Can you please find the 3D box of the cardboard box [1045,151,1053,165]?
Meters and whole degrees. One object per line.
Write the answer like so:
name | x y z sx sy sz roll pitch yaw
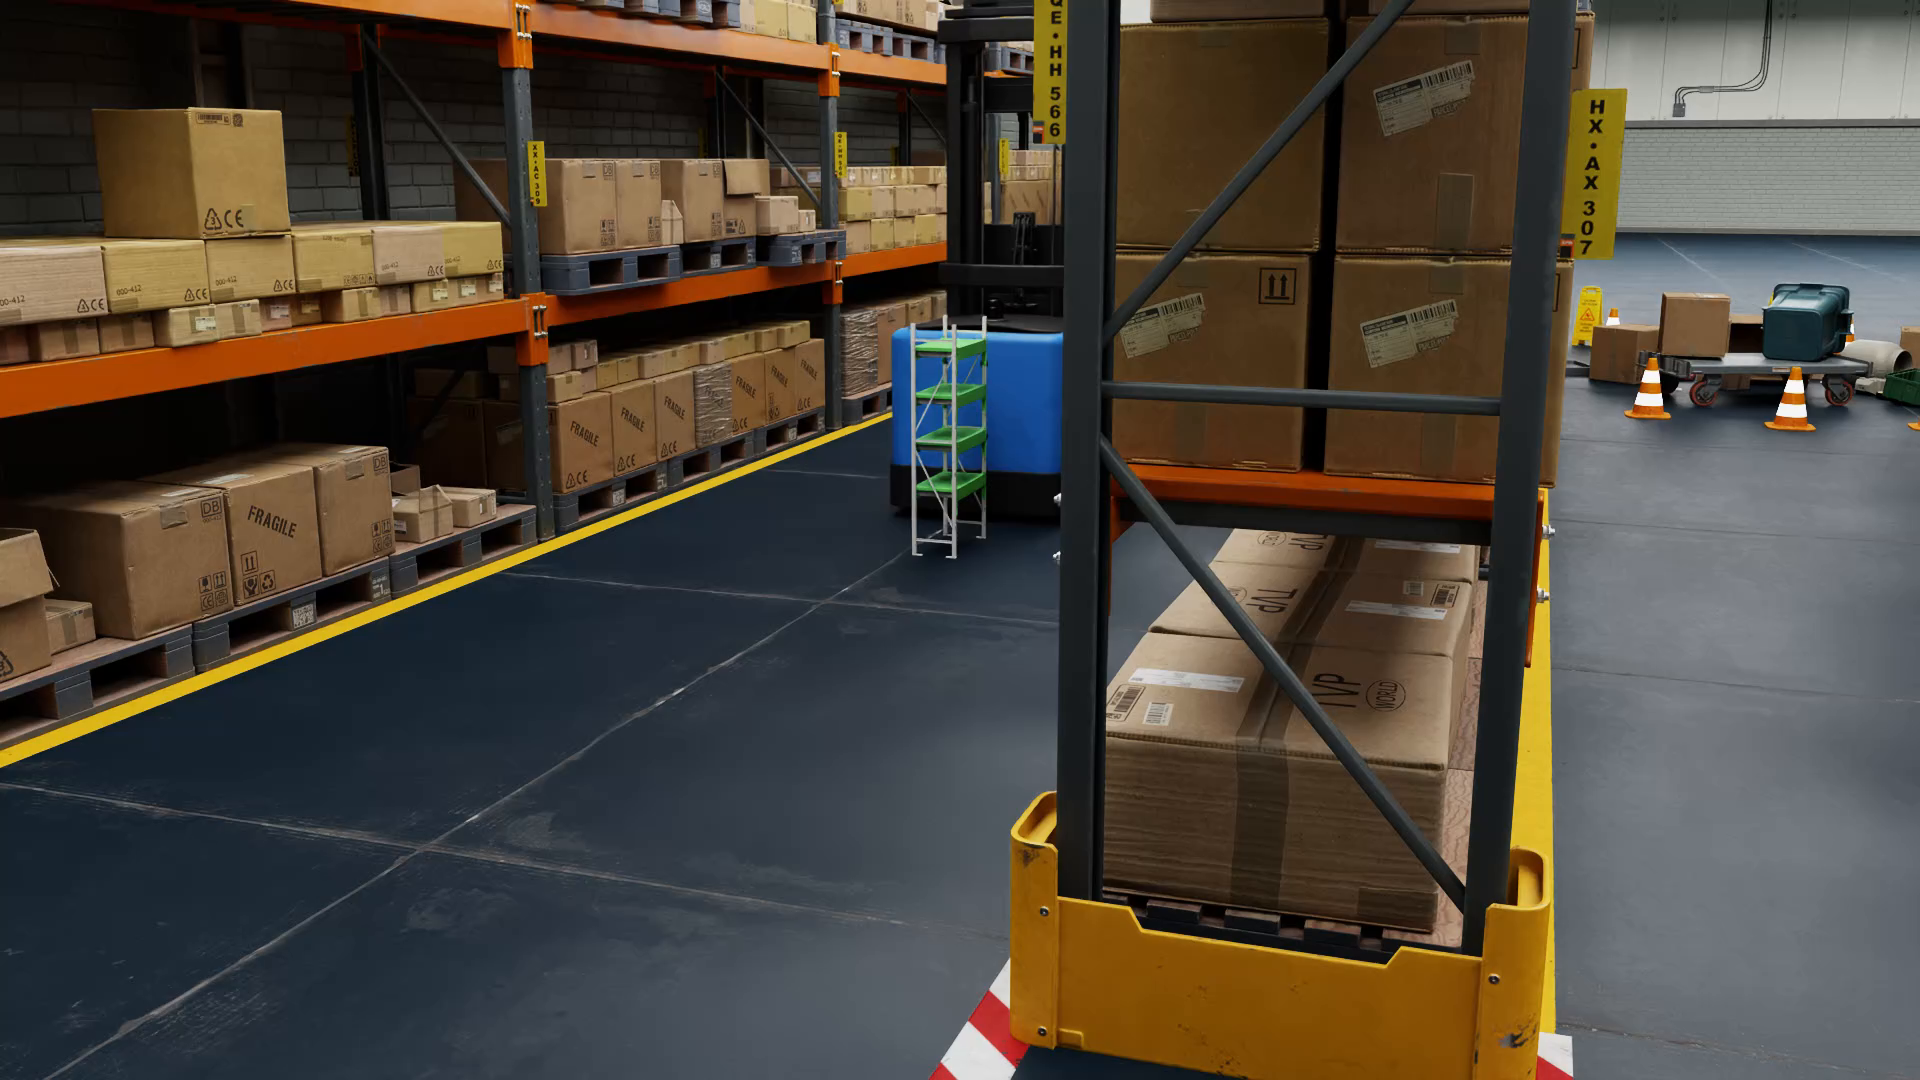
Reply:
cardboard box | 0.787 -4.117 17.932 0.380 0.149 0.250 5 14 19

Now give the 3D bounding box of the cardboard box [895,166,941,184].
cardboard box | -0.386 -3.184 14.516 0.380 0.149 0.250 4 14 19

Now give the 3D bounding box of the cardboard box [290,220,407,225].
cardboard box | -3.104 -1.481 8.404 0.500 0.250 0.500 4 14 18

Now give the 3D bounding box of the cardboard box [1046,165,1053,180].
cardboard box | 0.771 -3.916 17.720 0.380 0.149 0.250 4 13 17

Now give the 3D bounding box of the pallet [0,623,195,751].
pallet | -3.701 0.524 6.219 1.003 0.211 1.213 4 14 18

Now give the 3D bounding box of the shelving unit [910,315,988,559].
shelving unit | -0.054 -0.550 8.702 0.258 1.200 0.503 4 14 18

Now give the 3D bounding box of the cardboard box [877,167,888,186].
cardboard box | -0.795 -2.915 13.337 0.380 0.149 0.250 5 14 19

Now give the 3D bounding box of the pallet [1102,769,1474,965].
pallet | 0.900 0.890 4.613 1.003 0.211 1.213 4 14 18

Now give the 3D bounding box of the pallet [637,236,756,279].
pallet | -2.019 -1.833 10.708 1.003 0.211 1.213 4 14 18

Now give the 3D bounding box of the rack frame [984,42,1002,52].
rack frame | -0.100 -6.103 15.505 1.000 3.000 0.127 4 14 18

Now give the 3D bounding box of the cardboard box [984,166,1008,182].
cardboard box | 0.252 -3.592 16.300 0.380 0.149 0.250 4 13 18

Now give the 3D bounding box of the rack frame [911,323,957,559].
rack frame | -0.132 -0.499 8.477 0.240 1.200 0.015 4 14 18

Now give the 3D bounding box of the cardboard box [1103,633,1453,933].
cardboard box | 0.834 0.603 4.419 0.875 0.438 0.875 4 13 16

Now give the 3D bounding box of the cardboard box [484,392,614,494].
cardboard box | -2.319 -0.566 9.399 0.500 0.500 0.500 5 14 21

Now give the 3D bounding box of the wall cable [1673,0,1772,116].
wall cable | 21.005 -14.676 45.424 2.305 6.003 0.169 4 14 18

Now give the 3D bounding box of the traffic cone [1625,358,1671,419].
traffic cone | 5.522 -1.223 13.307 0.336 0.463 0.334 4 14 18

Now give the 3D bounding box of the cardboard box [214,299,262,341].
cardboard box | -3.087 -0.903 6.769 0.380 0.149 0.250 5 14 20

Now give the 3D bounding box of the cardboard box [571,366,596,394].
cardboard box | -2.304 -0.917 9.479 0.380 0.149 0.250 4 13 17

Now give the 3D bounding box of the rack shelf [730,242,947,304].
rack shelf | -0.747 -2.407 14.407 1.077 0.370 4.000 4 14 18

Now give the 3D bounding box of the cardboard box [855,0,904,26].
cardboard box | -0.860 -4.349 13.168 0.700 0.500 0.500 4 13 17

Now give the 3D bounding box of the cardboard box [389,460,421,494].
cardboard box | -3.126 -0.266 8.510 0.500 0.311 0.500 5 14 20

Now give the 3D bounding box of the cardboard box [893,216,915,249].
cardboard box | -0.692 -2.553 13.771 0.500 0.250 0.500 4 13 17

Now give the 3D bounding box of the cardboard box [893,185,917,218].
cardboard box | -0.670 -2.797 13.714 0.500 0.250 0.500 4 13 17

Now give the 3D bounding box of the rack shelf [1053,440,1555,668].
rack shelf | 1.363 -0.366 5.465 1.077 0.370 4.000 4 14 18

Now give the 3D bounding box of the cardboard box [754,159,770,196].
cardboard box | -1.708 -2.493 11.999 0.500 0.500 0.500 5 14 21

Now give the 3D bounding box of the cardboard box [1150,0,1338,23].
cardboard box | 0.642 -1.238 3.740 0.380 0.149 0.250 5 14 19

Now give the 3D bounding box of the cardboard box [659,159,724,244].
cardboard box | -1.899 -2.107 10.312 0.700 0.500 0.500 4 14 18

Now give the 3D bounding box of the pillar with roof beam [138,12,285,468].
pillar with roof beam | 0.307 -4.027 6.409 9.100 9.000 0.400 4 14 18

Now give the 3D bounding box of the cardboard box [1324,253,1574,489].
cardboard box | 1.142 -0.424 3.881 0.500 0.500 0.500 4 14 18

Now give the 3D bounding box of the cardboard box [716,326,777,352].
cardboard box | -1.500 -1.404 11.616 0.380 0.149 0.250 4 13 17

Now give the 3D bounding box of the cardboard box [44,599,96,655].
cardboard box | -3.521 0.325 6.287 0.380 0.149 0.250 4 13 16

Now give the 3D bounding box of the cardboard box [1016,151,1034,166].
cardboard box | 0.538 -3.897 16.969 0.380 0.149 0.250 5 14 20

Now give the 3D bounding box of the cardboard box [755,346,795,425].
cardboard box | -1.499 -1.113 11.798 0.500 0.500 0.500 4 13 18

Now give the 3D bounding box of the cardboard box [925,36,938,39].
cardboard box | -0.168 -4.518 14.698 0.380 0.149 0.250 4 14 18

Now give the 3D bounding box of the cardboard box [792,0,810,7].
cardboard box | -1.281 -3.828 11.718 0.380 0.149 0.250 5 14 20

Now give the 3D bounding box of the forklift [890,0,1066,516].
forklift | 0.529 -1.839 10.459 1.130 2.935 3.031 4 13 17

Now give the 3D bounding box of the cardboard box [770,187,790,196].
cardboard box | -1.512 -2.621 12.945 0.500 0.250 0.500 5 14 20

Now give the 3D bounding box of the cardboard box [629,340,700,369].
cardboard box | -1.897 -1.191 10.681 0.380 0.149 0.250 4 14 19

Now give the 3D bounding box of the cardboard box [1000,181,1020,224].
cardboard box | 0.291 -3.302 16.488 0.500 0.500 0.500 4 13 17

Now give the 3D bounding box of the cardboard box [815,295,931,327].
cardboard box | -0.758 -1.793 14.497 0.875 0.625 0.625 4 13 16

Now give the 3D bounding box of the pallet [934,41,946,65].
pallet | -0.373 -4.361 15.042 0.805 0.209 1.217 4 13 16

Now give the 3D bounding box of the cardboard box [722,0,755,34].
cardboard box | -1.654 -3.389 10.690 0.500 0.250 0.500 4 14 18

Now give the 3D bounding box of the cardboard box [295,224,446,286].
cardboard box | -2.770 -1.335 7.762 0.500 0.250 0.500 4 14 19

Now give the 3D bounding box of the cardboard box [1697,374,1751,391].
cardboard box | 6.893 -1.506 14.989 0.258 0.266 0.396 -5 14 -21

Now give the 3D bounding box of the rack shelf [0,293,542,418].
rack shelf | -3.335 -0.722 7.027 1.077 0.370 4.000 4 14 18

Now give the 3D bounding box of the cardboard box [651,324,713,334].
cardboard box | -1.974 -1.439 11.768 0.380 0.149 0.250 5 14 19

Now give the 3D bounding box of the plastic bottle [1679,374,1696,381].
plastic bottle | 6.790 -1.526 15.536 0.133 0.061 0.283 7 15 28

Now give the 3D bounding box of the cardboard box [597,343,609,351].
cardboard box | -2.463 -1.170 10.590 0.380 0.149 0.250 5 14 19

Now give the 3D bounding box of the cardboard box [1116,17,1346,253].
cardboard box | 0.646 -0.950 3.938 0.500 0.500 0.500 5 14 20

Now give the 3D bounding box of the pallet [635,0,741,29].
pallet | -2.078 -3.216 10.017 1.213 0.211 1.003 4 14 18

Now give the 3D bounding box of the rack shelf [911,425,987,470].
rack shelf | -0.054 -0.488 8.716 0.258 0.148 0.480 4 14 18

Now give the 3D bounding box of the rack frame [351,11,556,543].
rack frame | -2.688 -1.494 8.792 1.000 3.000 0.127 4 14 18

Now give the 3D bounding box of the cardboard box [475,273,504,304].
cardboard box | -2.552 -1.286 8.447 0.380 0.149 0.250 5 14 19

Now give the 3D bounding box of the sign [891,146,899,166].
sign | -0.625 -3.679 16.241 0.100 0.325 0.005 4 14 18
